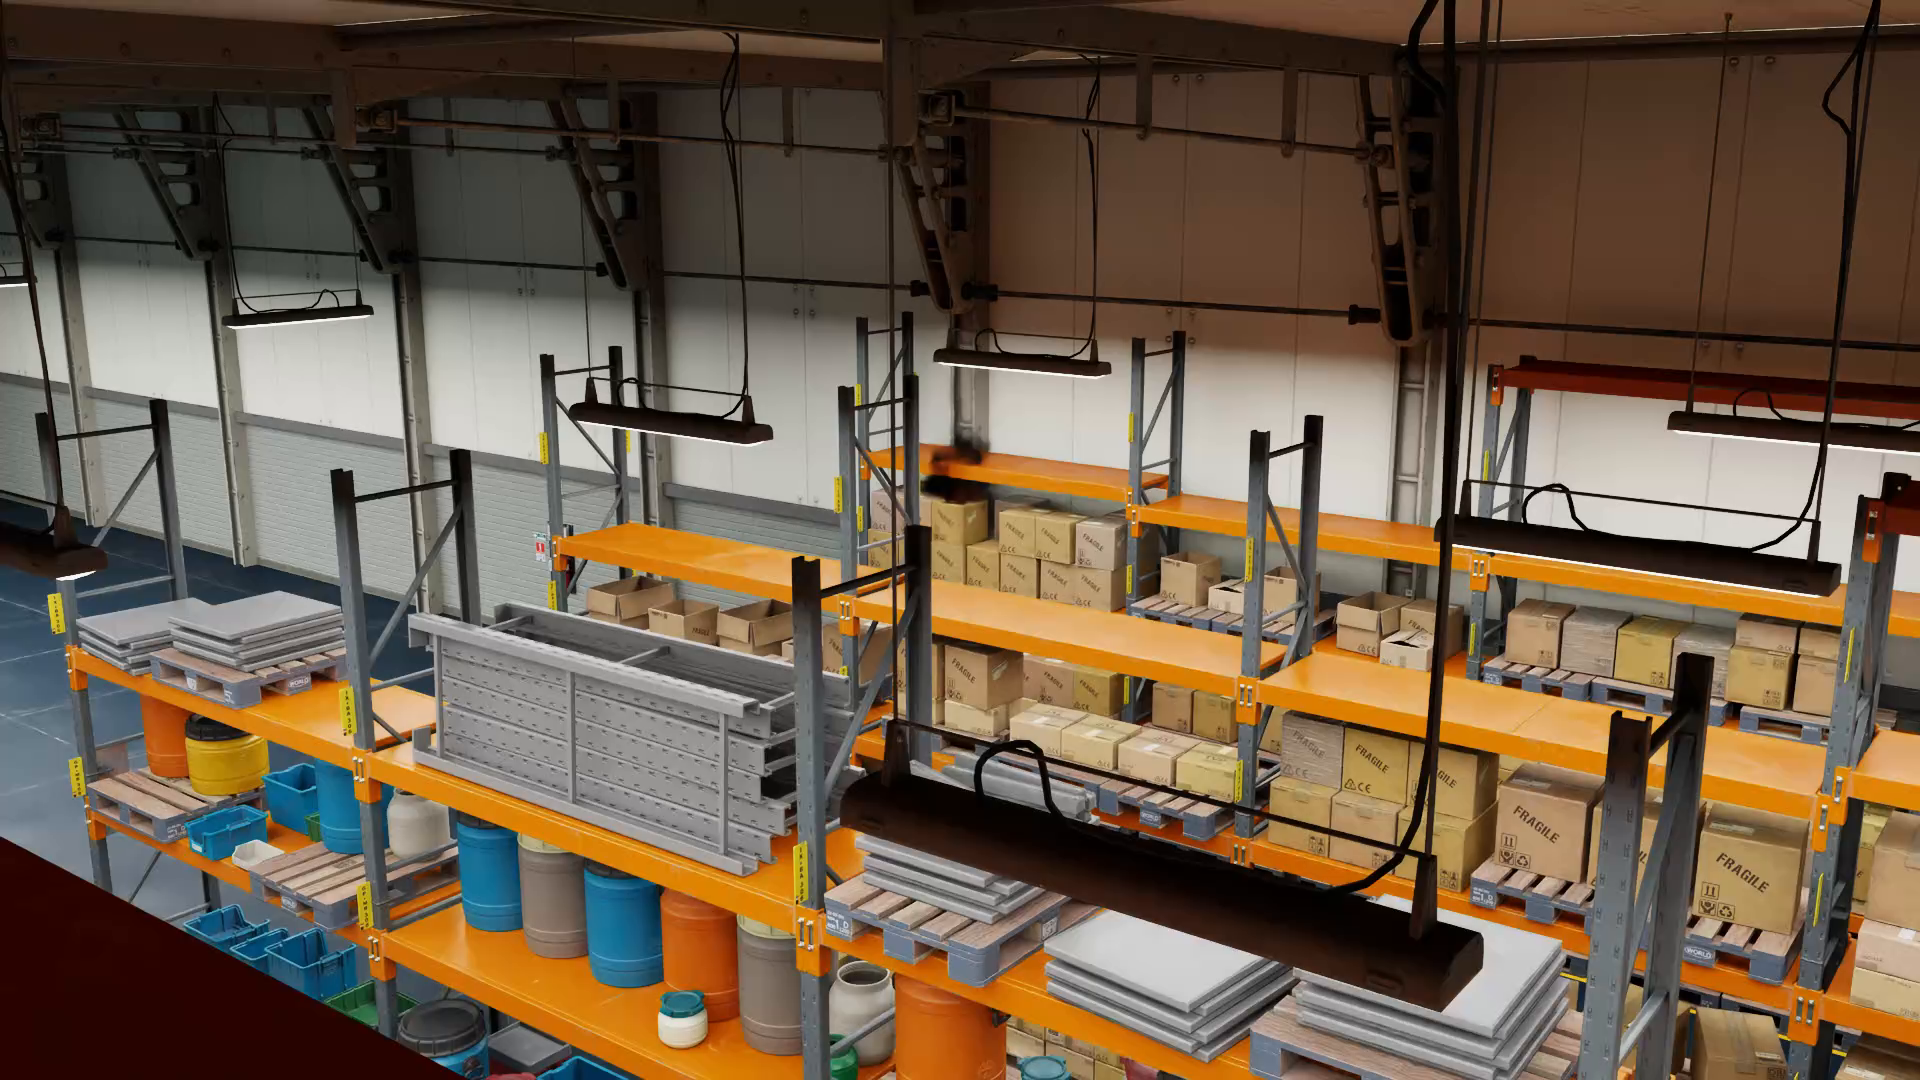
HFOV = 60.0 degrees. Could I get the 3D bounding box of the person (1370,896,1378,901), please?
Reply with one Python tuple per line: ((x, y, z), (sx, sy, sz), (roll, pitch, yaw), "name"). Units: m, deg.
((4.129, 3.643, 15.724), (0.839, 1.689, 0.610), (10, 16, 36), "person")
